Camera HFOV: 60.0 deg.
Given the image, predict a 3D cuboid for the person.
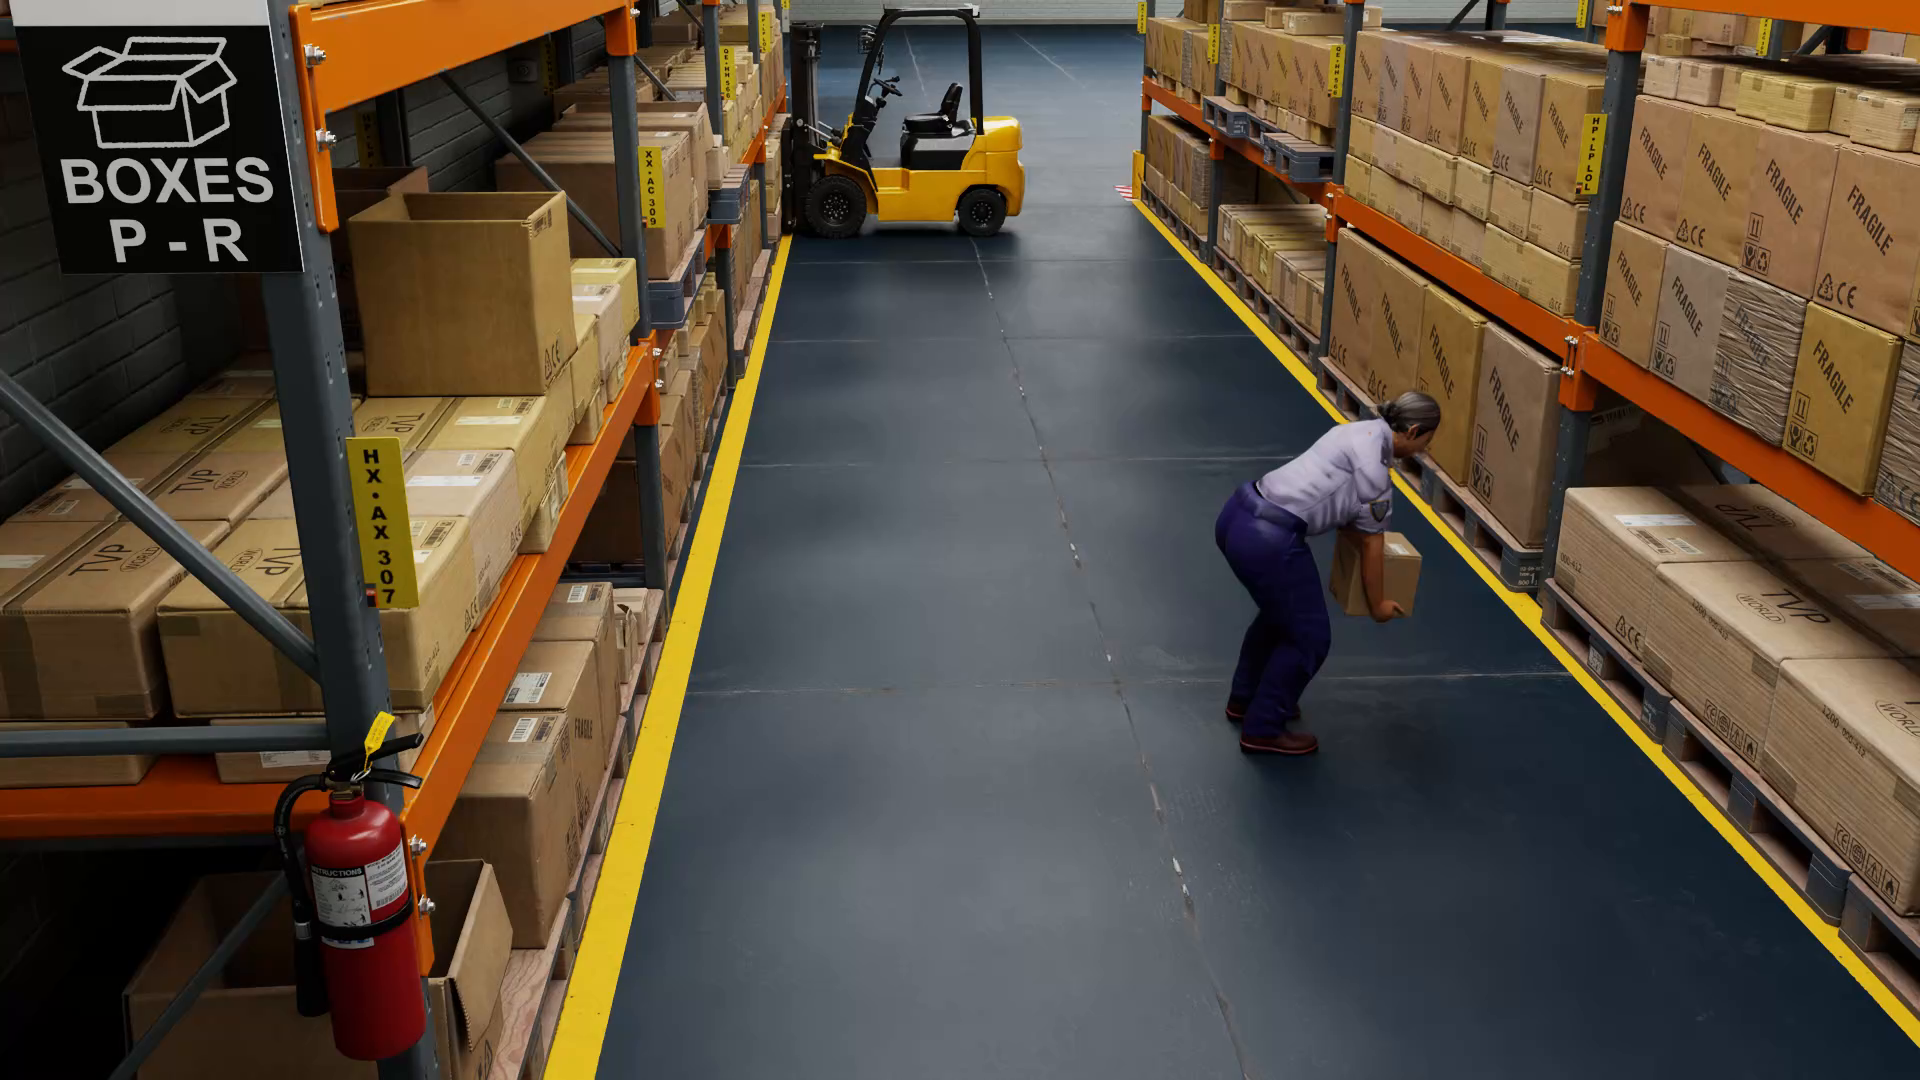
[{"bbox_3d":[1.358,0.112,6.230,0.793,1.354,0.462,-2,21,-5],"label":"person"}]
